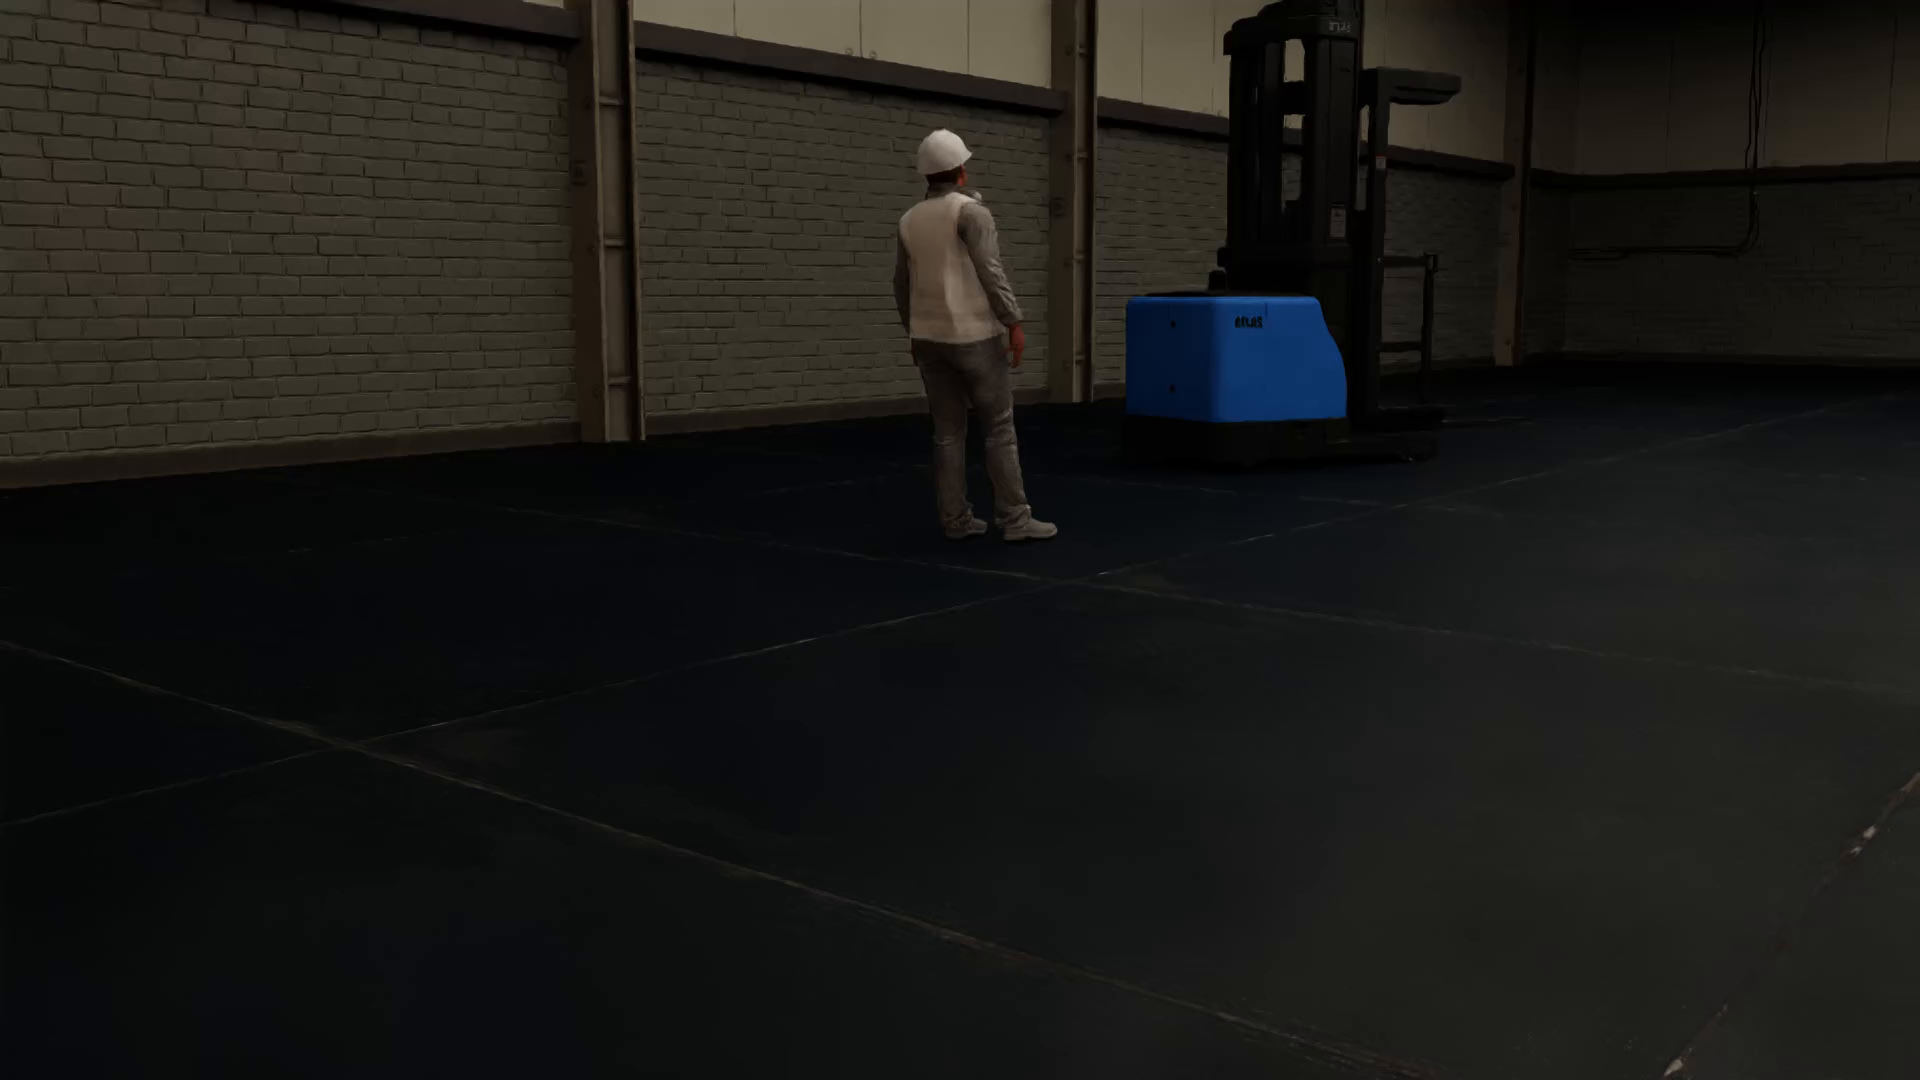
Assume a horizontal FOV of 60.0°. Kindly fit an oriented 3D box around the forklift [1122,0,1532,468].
[{"bbox_3d":[2.599,-2.030,11.155,3.031,2.935,1.130,-5,10,-31],"label":"forklift"}]

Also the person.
[{"bbox_3d":[0.045,-0.891,7.319,0.632,1.773,0.567,7,11,38],"label":"person"}]
